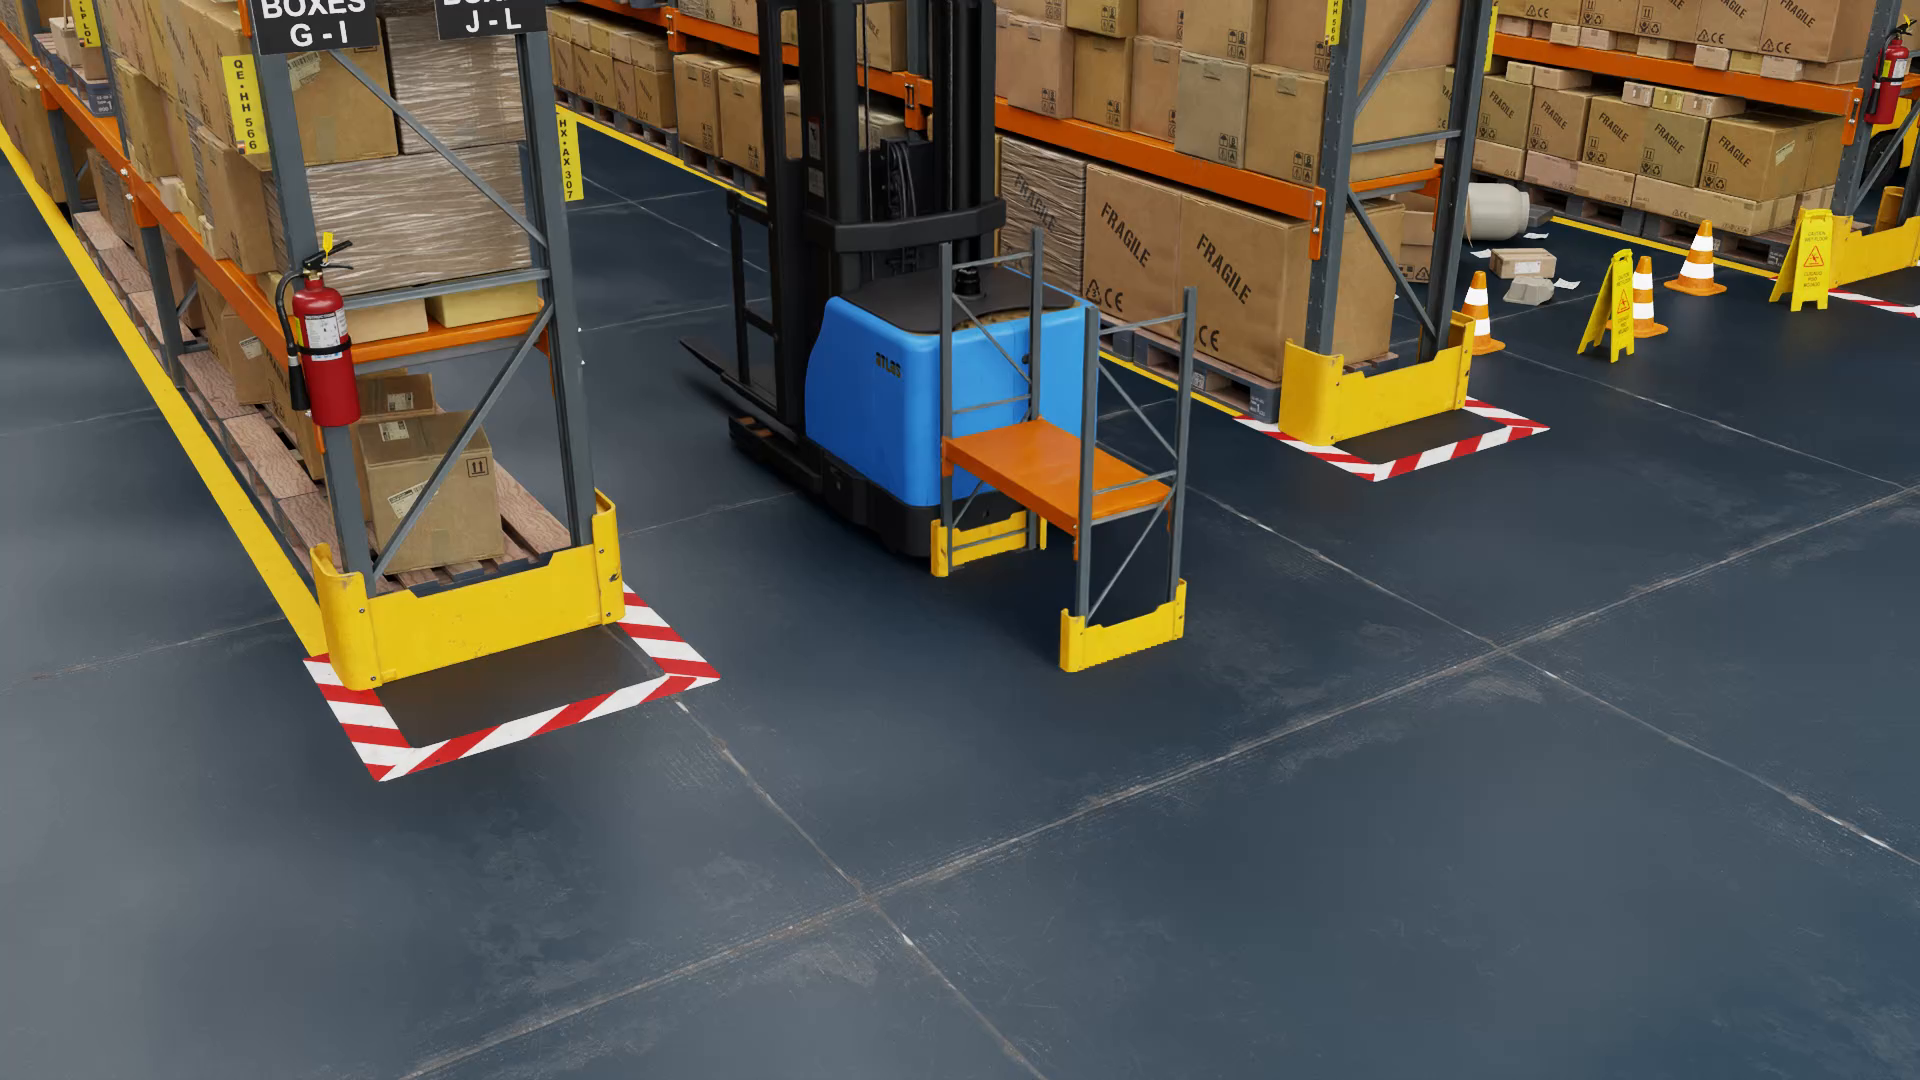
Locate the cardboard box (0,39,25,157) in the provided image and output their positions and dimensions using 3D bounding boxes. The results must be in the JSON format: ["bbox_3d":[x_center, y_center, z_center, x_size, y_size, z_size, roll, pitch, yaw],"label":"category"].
[{"bbox_3d":[-7.637,-3.904,14.503,1.225,0.875,0.875,-17,30,-31],"label":"cardboard box"}]

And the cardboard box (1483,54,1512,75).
[{"bbox_3d":[4.293,-3.913,13.616,0.380,0.149,0.250,-15,29,-29],"label":"cardboard box"}]

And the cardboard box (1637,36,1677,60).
[{"bbox_3d":[5.222,-3.647,12.257,0.380,0.149,0.250,-16,30,-30],"label":"cardboard box"}]

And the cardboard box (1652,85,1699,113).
[{"bbox_3d":[5.315,-3.247,12.205,0.380,0.149,0.250,-15,29,-29],"label":"cardboard box"}]

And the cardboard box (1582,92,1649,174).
[{"bbox_3d":[5.149,-3.115,12.686,0.500,0.500,0.500,-16,30,-31],"label":"cardboard box"}]

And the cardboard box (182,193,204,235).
[{"bbox_3d":[-3.429,-1.563,7.842,0.380,0.149,0.250,-16,29,-30],"label":"cardboard box"}]

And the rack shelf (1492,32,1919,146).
[{"bbox_3d":[5.271,-3.626,12.760,1.077,0.370,4.000,-16,29,-30],"label":"rack shelf"}]

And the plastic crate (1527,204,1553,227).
[{"bbox_3d":[4.349,-2.594,13.151,0.583,0.080,0.402,18,31,33],"label":"plastic crate"}]

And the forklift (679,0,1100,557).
[{"bbox_3d":[-0.558,-1.833,8.200,1.130,2.935,3.031,-15,29,-29],"label":"forklift"}]

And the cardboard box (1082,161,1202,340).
[{"bbox_3d":[1.363,-1.817,10.082,0.875,0.875,0.875,-16,30,-30],"label":"cardboard box"}]

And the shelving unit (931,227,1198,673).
[{"bbox_3d":[0.398,-0.405,6.852,0.587,1.500,1.083,-15,29,-29],"label":"shelving unit"}]

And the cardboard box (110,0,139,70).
[{"bbox_3d":[-3.817,-2.590,8.087,0.500,0.500,0.500,-16,29,-30],"label":"cardboard box"}]

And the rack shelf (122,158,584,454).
[{"bbox_3d":[-3.032,-1.317,7.868,1.077,0.370,4.000,-16,29,-30],"label":"rack shelf"}]

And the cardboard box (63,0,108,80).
[{"bbox_3d":[-5.148,-3.192,10.386,0.797,0.503,0.637,-12,28,-24],"label":"cardboard box"}]

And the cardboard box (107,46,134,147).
[{"bbox_3d":[-3.930,-2.362,8.773,0.875,0.500,0.500,-16,29,-30],"label":"cardboard box"}]

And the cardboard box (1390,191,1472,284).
[{"bbox_3d":[3.283,-2.145,11.705,0.637,0.503,0.797,7,26,15],"label":"cardboard box"}]

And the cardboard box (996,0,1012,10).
[{"bbox_3d":[0.657,-3.724,10.683,0.875,0.550,0.550,-16,29,-30],"label":"cardboard box"}]

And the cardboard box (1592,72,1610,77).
[{"bbox_3d":[5.006,-3.622,13.759,0.500,0.500,0.500,-15,29,-29],"label":"cardboard box"}]

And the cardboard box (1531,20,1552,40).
[{"bbox_3d":[4.712,-4.015,13.035,0.380,0.149,0.250,-16,29,-30],"label":"cardboard box"}]

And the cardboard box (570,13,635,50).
[{"bbox_3d":[-3.531,-5.038,16.466,0.500,0.250,0.500,-14,29,-28],"label":"cardboard box"}]

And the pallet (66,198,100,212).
[{"bbox_3d":[-6.675,-2.826,13.490,1.003,0.211,1.213,-16,29,-30],"label":"pallet"}]

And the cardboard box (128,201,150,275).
[{"bbox_3d":[-4.992,-2.025,10.940,0.700,0.500,0.500,-18,31,-34],"label":"cardboard box"}]

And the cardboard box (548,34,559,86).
[{"bbox_3d":[-4.099,-5.072,17.416,0.500,0.500,0.500,-14,29,-28],"label":"cardboard box"}]

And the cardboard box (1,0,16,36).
[{"bbox_3d":[-7.338,-4.317,13.263,0.500,0.500,0.500,-17,30,-31],"label":"cardboard box"}]

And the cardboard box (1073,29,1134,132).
[{"bbox_3d":[1.187,-2.837,10.071,0.875,0.550,0.500,-16,29,-30],"label":"cardboard box"}]

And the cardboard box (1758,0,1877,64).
[{"bbox_3d":[5.835,-3.546,11.281,0.500,0.500,0.500,-16,30,-30],"label":"cardboard box"}]

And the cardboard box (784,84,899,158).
[{"bbox_3d":[-0.851,-3.197,13.151,1.050,0.750,0.750,-16,29,-30],"label":"cardboard box"}]

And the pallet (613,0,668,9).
[{"bbox_3d":[-2.575,-5.051,15.161,1.213,0.211,1.003,-16,29,-30],"label":"pallet"}]

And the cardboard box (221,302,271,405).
[{"bbox_3d":[-3.620,-1.061,8.921,0.500,0.500,0.500,-6,26,-13],"label":"cardboard box"}]

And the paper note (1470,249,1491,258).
[{"bbox_3d":[3.841,-2.101,12.179,0.148,0.019,0.142,-6,26,-12],"label":"paper note"}]

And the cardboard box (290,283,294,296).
[{"bbox_3d":[-2.405,-0.956,6.556,0.380,0.149,0.250,-16,29,-30],"label":"cardboard box"}]

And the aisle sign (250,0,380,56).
[{"bbox_3d":[-2.158,-2.010,5.449,0.394,0.787,0.004,-16,29,-30],"label":"aisle sign"}]

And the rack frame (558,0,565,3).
[{"bbox_3d":[-4.280,-6.338,17.663,1.000,3.000,0.127,-16,29,-30],"label":"rack frame"}]

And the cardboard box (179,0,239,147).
[{"bbox_3d":[-2.726,-1.875,6.571,0.500,0.500,0.500,-16,29,-30],"label":"cardboard box"}]

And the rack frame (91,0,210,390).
[{"bbox_3d":[-4.124,-2.357,9.230,1.000,3.000,0.127,-16,29,-30],"label":"rack frame"}]

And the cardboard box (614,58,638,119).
[{"bbox_3d":[-2.955,-4.328,15.841,0.500,0.500,0.500,-14,29,-28],"label":"cardboard box"}]

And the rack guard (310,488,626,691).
[{"bbox_3d":[-1.982,0.177,6.790,1.175,0.500,0.348,-16,29,-30],"label":"rack guard"}]

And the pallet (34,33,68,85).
[{"bbox_3d":[-5.829,-3.471,11.814,1.213,0.211,1.003,-16,29,-30],"label":"pallet"}]

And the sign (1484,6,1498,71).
[{"bbox_3d":[2.739,-2.601,8.639,0.100,0.325,0.005,-16,29,-30],"label":"sign"}]

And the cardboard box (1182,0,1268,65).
[{"bbox_3d":[1.723,-2.919,8.980,0.875,0.550,0.550,-16,29,-30],"label":"cardboard box"}]

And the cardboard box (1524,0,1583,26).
[{"bbox_3d":[4.742,-4.267,12.810,0.500,0.500,0.500,-16,30,-30],"label":"cardboard box"}]

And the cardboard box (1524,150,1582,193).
[{"bbox_3d":[4.868,-2.962,13.239,0.500,0.250,0.500,-16,30,-30],"label":"cardboard box"}]

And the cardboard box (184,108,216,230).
[{"bbox_3d":[-2.828,-1.649,7.264,0.875,0.500,0.500,-16,29,-30],"label":"cardboard box"}]

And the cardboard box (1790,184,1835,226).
[{"bbox_3d":[6.154,-2.535,12.336,0.500,0.250,0.500,-16,30,-30],"label":"cardboard box"}]

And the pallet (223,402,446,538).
[{"bbox_3d":[-3.058,-0.427,8.408,1.003,0.211,1.213,-16,29,-30],"label":"pallet"}]

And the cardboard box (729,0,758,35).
[{"bbox_3d":[-1.523,-4.368,13.371,0.500,0.500,0.500,-16,29,-30],"label":"cardboard box"}]

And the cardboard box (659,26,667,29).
[{"bbox_3d":[-2.547,-4.791,15.942,0.500,0.250,0.500,-16,30,-30],"label":"cardboard box"}]

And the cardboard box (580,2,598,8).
[{"bbox_3d":[-3.662,-5.530,17.507,0.500,0.250,0.500,-16,30,-31],"label":"cardboard box"}]

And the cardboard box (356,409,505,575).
[{"bbox_3d":[-2.267,-0.213,7.124,0.500,0.500,0.500,-10,27,-20],"label":"cardboard box"}]

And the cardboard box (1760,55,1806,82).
[{"bbox_3d":[5.748,-3.271,11.460,0.380,0.149,0.250,-16,30,-30],"label":"cardboard box"}]

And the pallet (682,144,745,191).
[{"bbox_3d":[-1.730,-3.347,14.593,1.003,0.211,1.213,-16,29,-30],"label":"pallet"}]

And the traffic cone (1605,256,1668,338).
[{"bbox_3d":[4.303,-1.562,10.516,0.336,0.463,0.334,-16,29,-30],"label":"traffic cone"}]

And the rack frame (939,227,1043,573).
[{"bbox_3d":[0.133,-0.586,7.235,0.500,1.500,0.032,-15,29,-29],"label":"rack frame"}]

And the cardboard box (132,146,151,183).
[{"bbox_3d":[-4.133,-2.004,8.776,0.380,0.149,0.250,-16,29,-30],"label":"cardboard box"}]

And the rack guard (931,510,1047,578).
[{"bbox_3d":[0.134,-0.020,7.501,0.587,0.250,0.087,-15,29,-29],"label":"rack guard"}]
